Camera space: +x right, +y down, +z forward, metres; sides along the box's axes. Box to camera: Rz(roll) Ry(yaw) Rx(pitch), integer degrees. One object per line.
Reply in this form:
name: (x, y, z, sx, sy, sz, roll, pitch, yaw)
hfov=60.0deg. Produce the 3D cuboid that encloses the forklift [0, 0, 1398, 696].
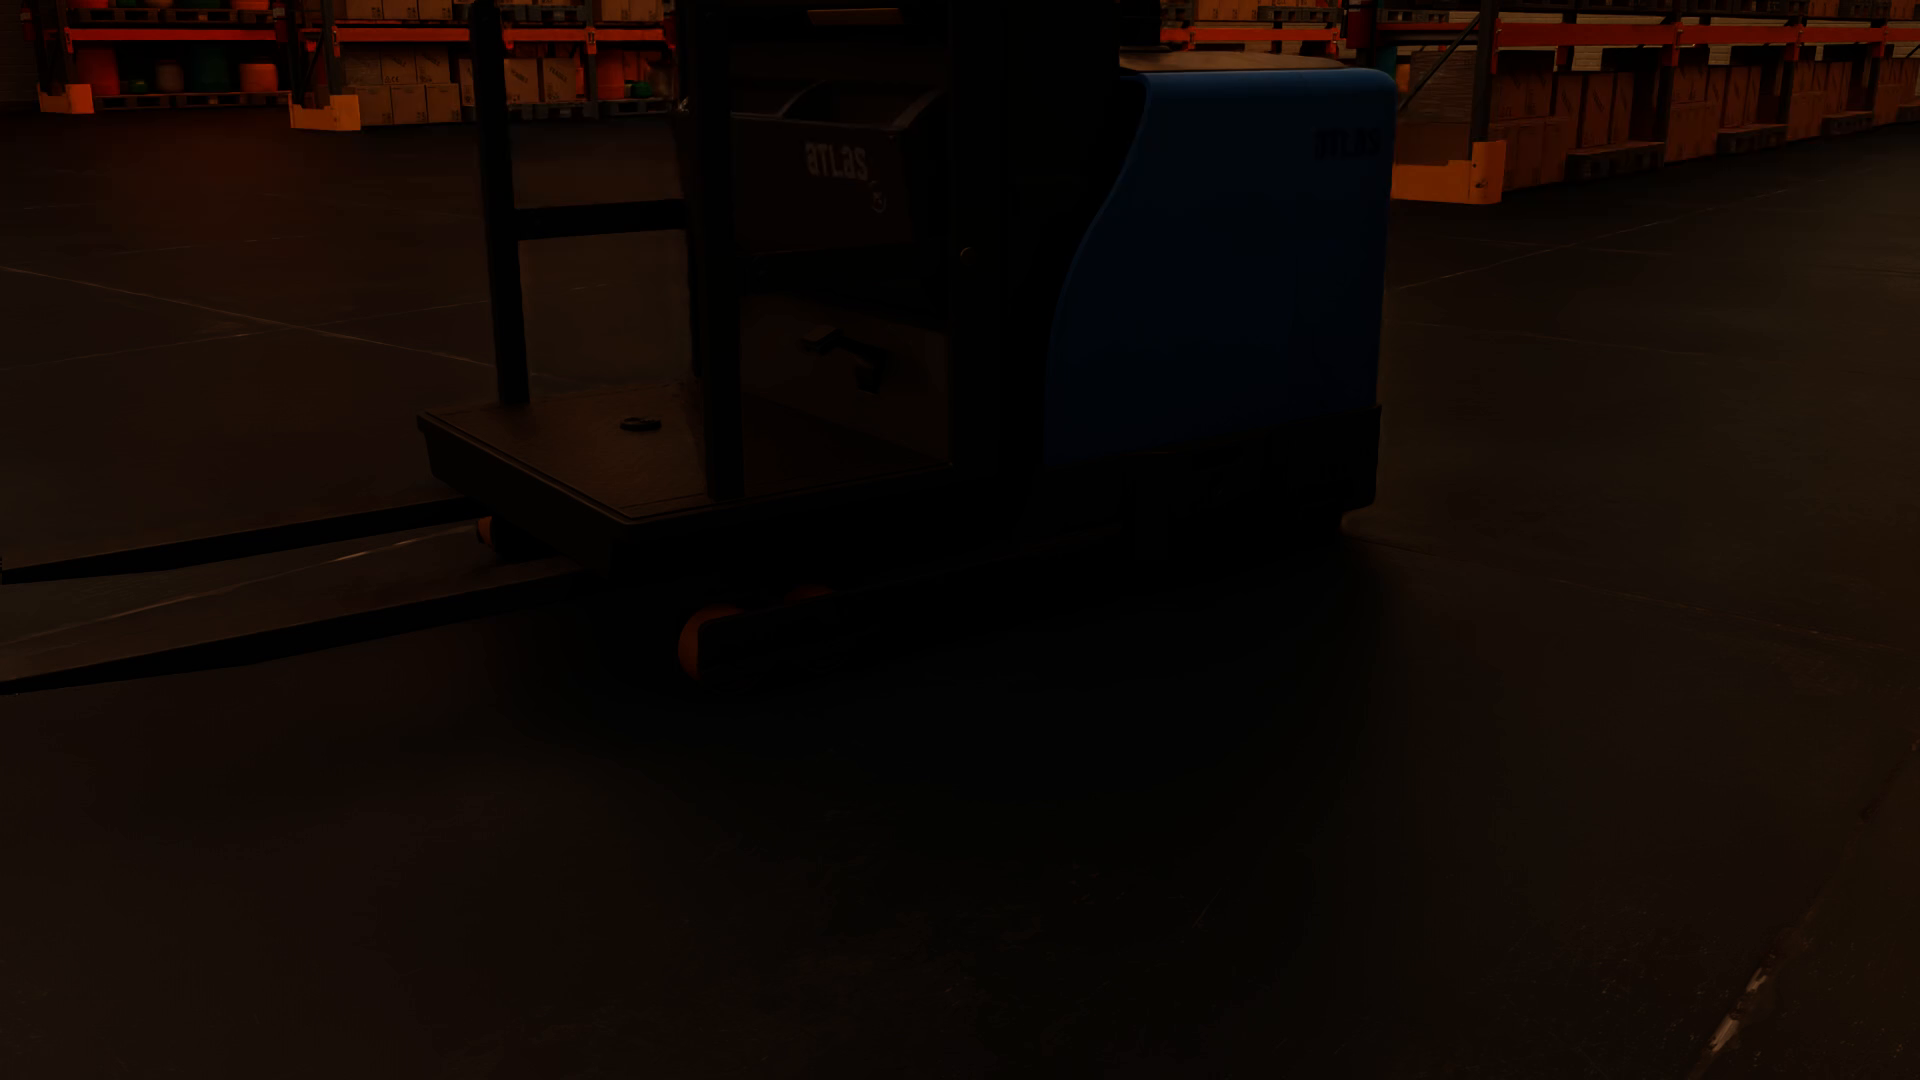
forklift: (-0.491, -1.294, 3.158, 3.031, 2.935, 1.130, -12, 21, -34)
